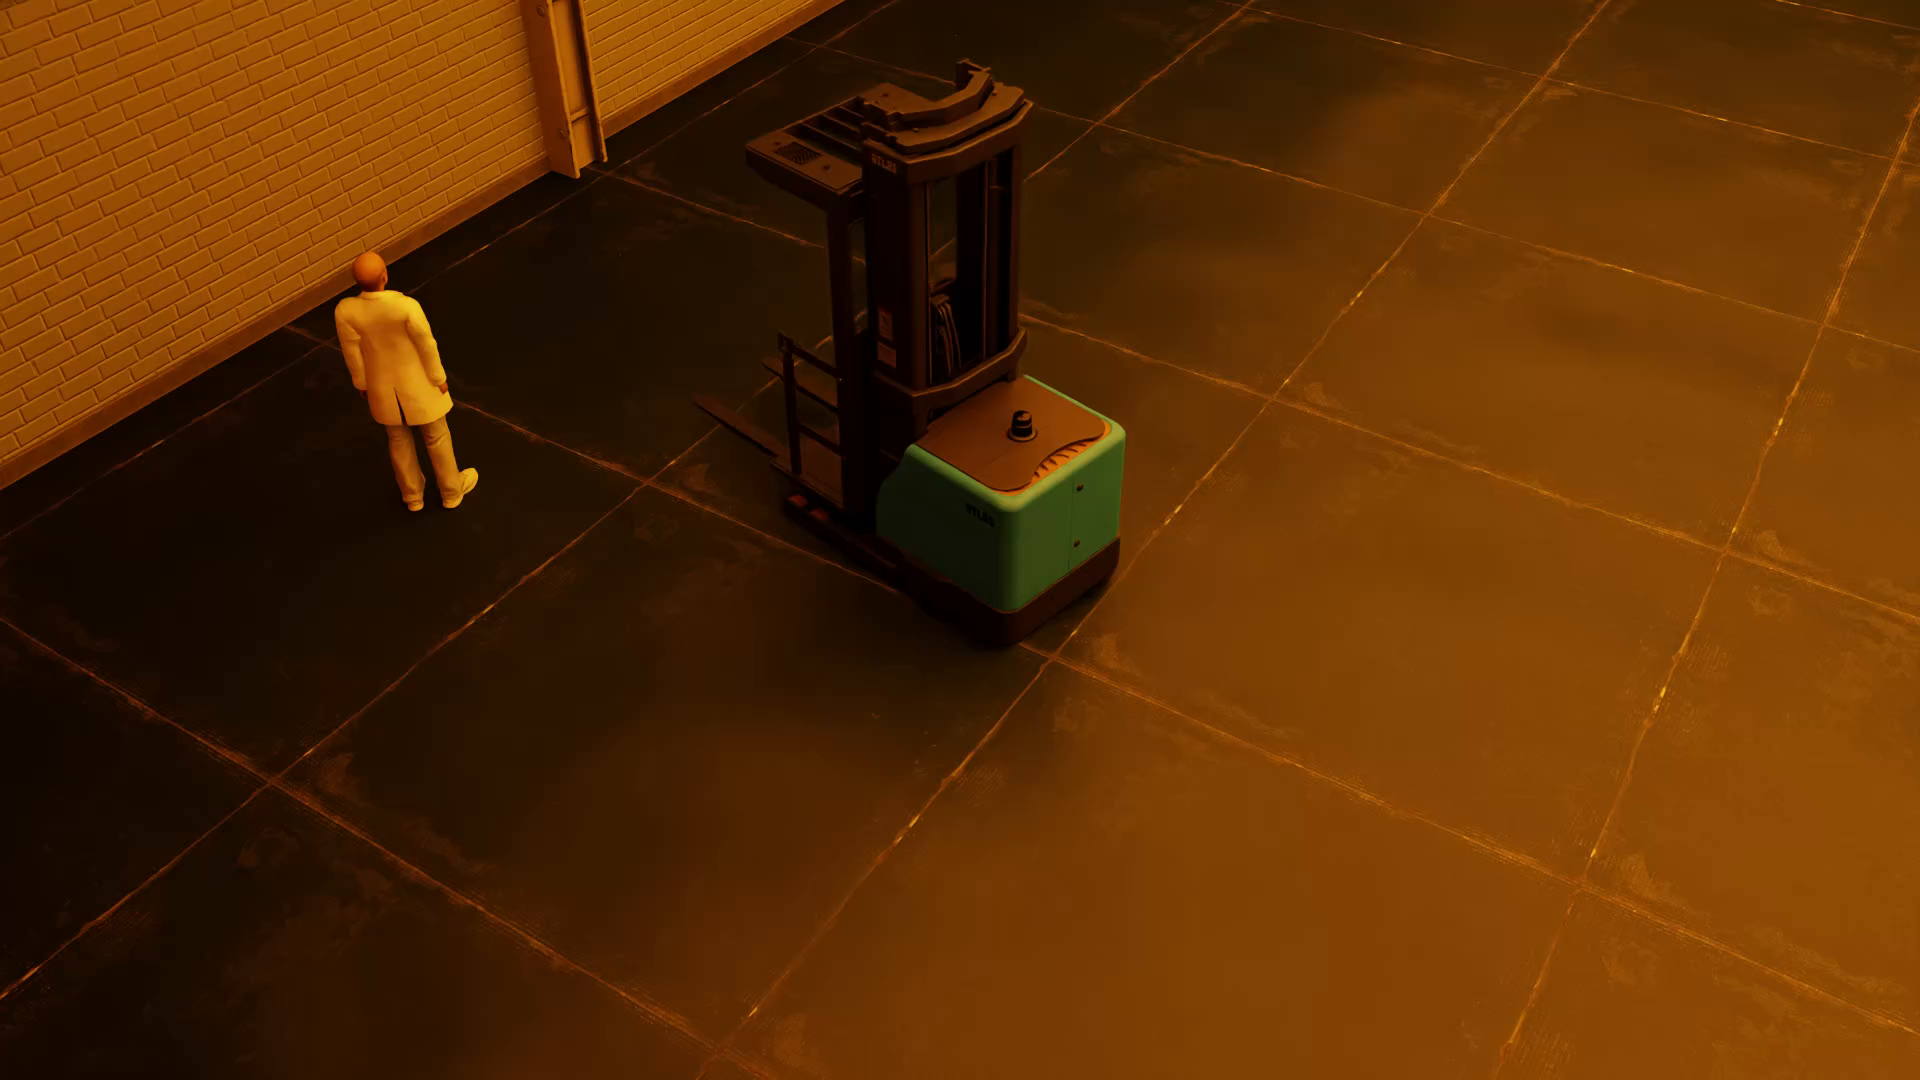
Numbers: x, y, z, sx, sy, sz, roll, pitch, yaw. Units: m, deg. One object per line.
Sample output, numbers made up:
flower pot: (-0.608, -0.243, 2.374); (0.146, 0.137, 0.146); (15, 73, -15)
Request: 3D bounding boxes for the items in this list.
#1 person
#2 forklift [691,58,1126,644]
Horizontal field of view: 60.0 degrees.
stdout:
person: (-3.353, -0.971, 10.001); (0.551, 1.782, 0.393); (-1, 40, -2)
forklift: (-0.464, -1.367, 9.580); (3.031, 2.935, 1.130); (32, 50, 32)
